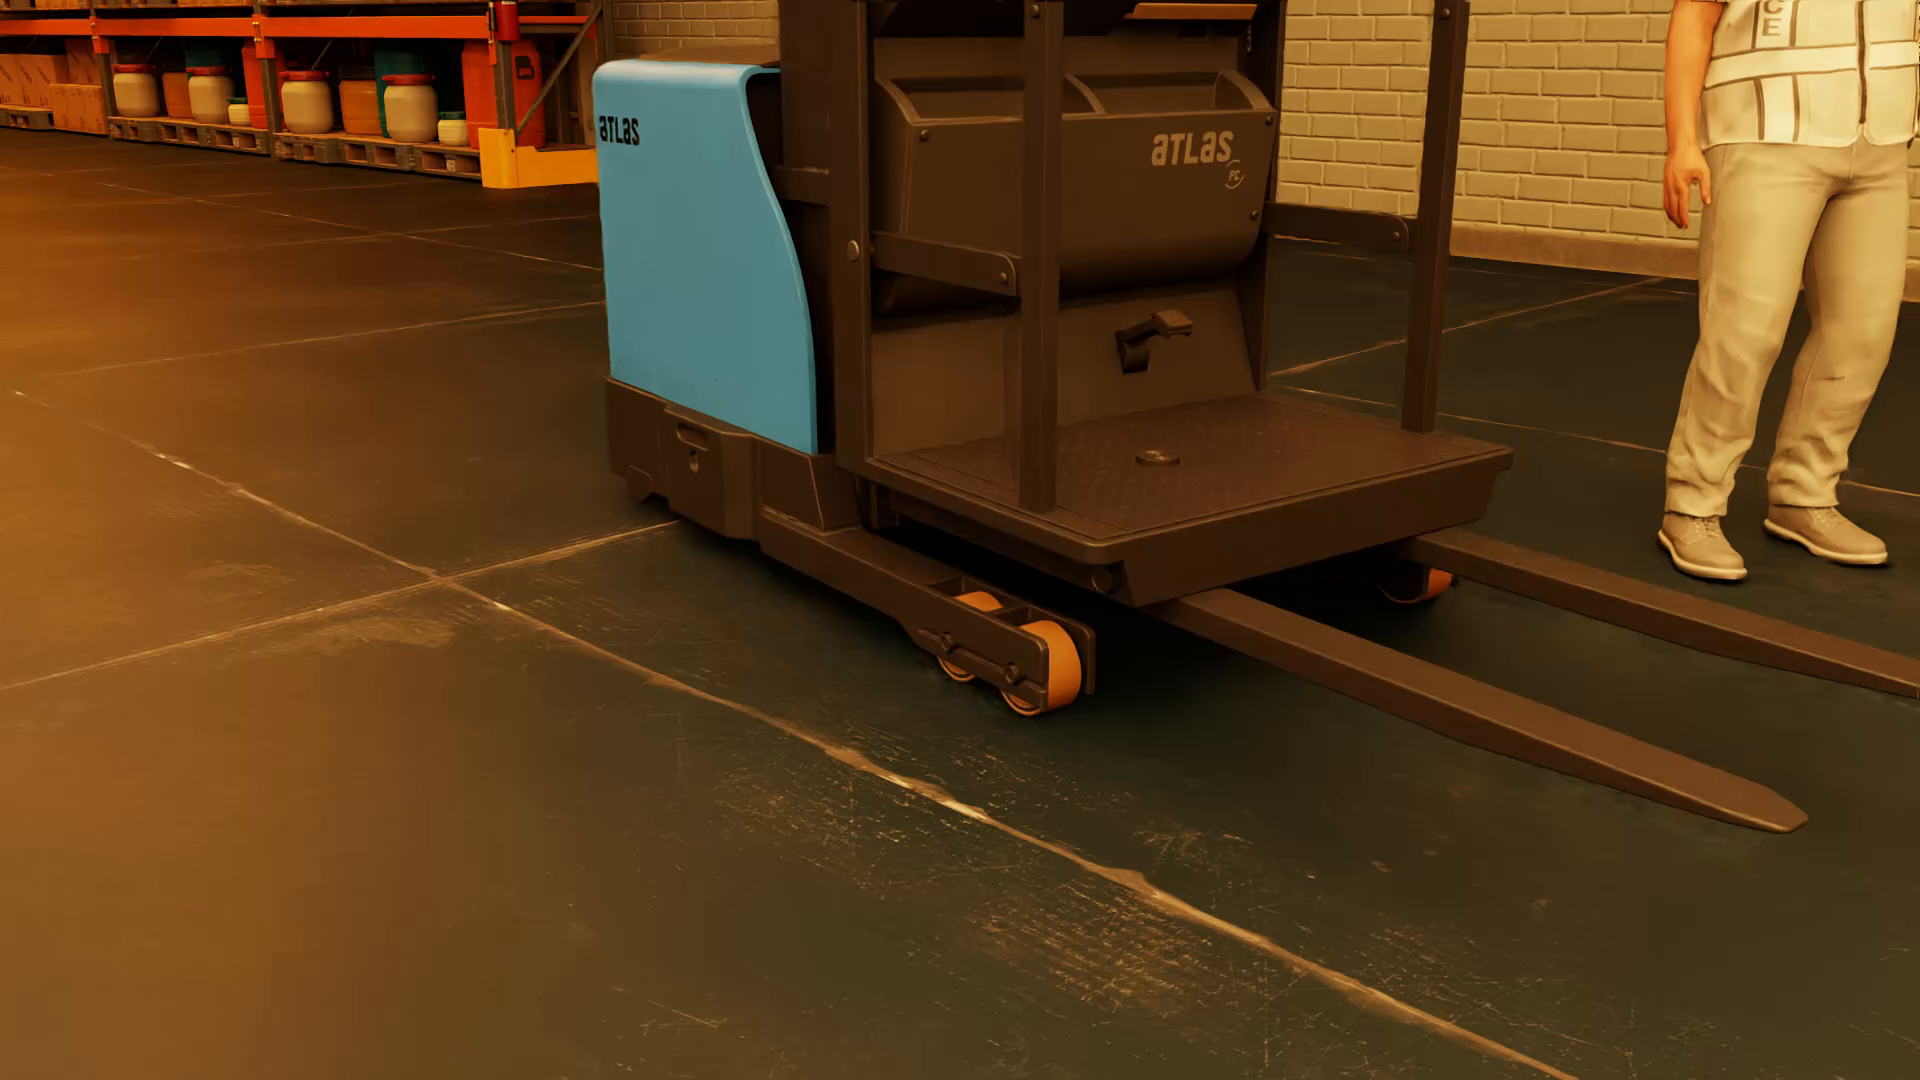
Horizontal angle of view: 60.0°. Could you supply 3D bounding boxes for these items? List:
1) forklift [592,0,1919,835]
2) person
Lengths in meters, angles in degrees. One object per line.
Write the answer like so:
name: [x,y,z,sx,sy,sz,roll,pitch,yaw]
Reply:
forklift: [0.375,-1.256,2.993,1.130,2.935,3.031,-12,21,-34]
person: [-18.487,-5.146,5.313,39.941,9.000,12.621,-3,17,-9]
